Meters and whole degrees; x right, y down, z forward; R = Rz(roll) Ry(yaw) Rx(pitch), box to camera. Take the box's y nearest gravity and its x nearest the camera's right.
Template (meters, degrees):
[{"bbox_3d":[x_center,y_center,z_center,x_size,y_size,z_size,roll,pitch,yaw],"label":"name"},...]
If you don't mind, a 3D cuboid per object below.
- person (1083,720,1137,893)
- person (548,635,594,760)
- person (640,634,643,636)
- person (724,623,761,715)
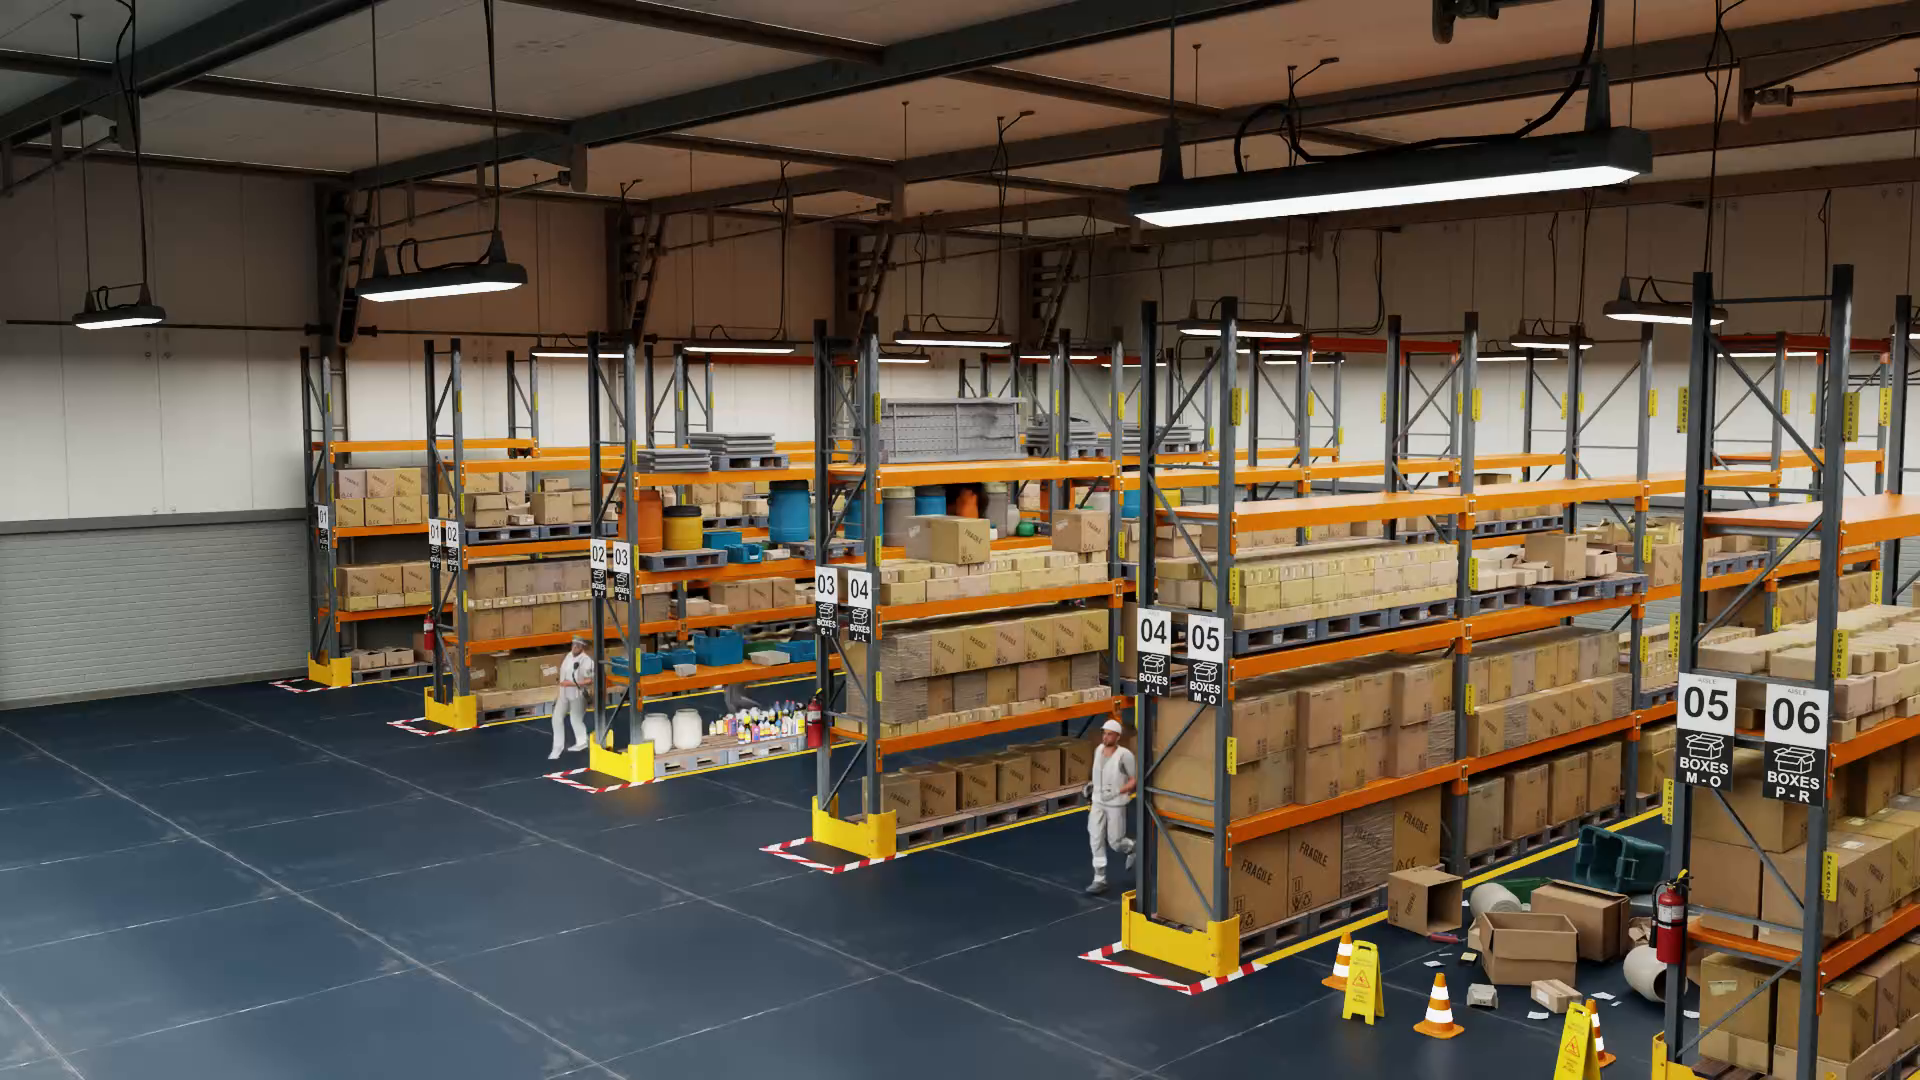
[{"bbox_3d":[1.572,2.749,17.342,0.661,1.767,0.881,4,7,39],"label":"person"},{"bbox_3d":[-5.446,2.237,23.601,0.664,1.821,0.707,2,5,23],"label":"person"},{"bbox_3d":[-6.092,1.609,31.062,0.615,1.658,0.541,3,6,34],"label":"person"},{"bbox_3d":[-3.420,2.089,25.804,0.601,1.626,0.587,-5,7,-43],"label":"person"}]
